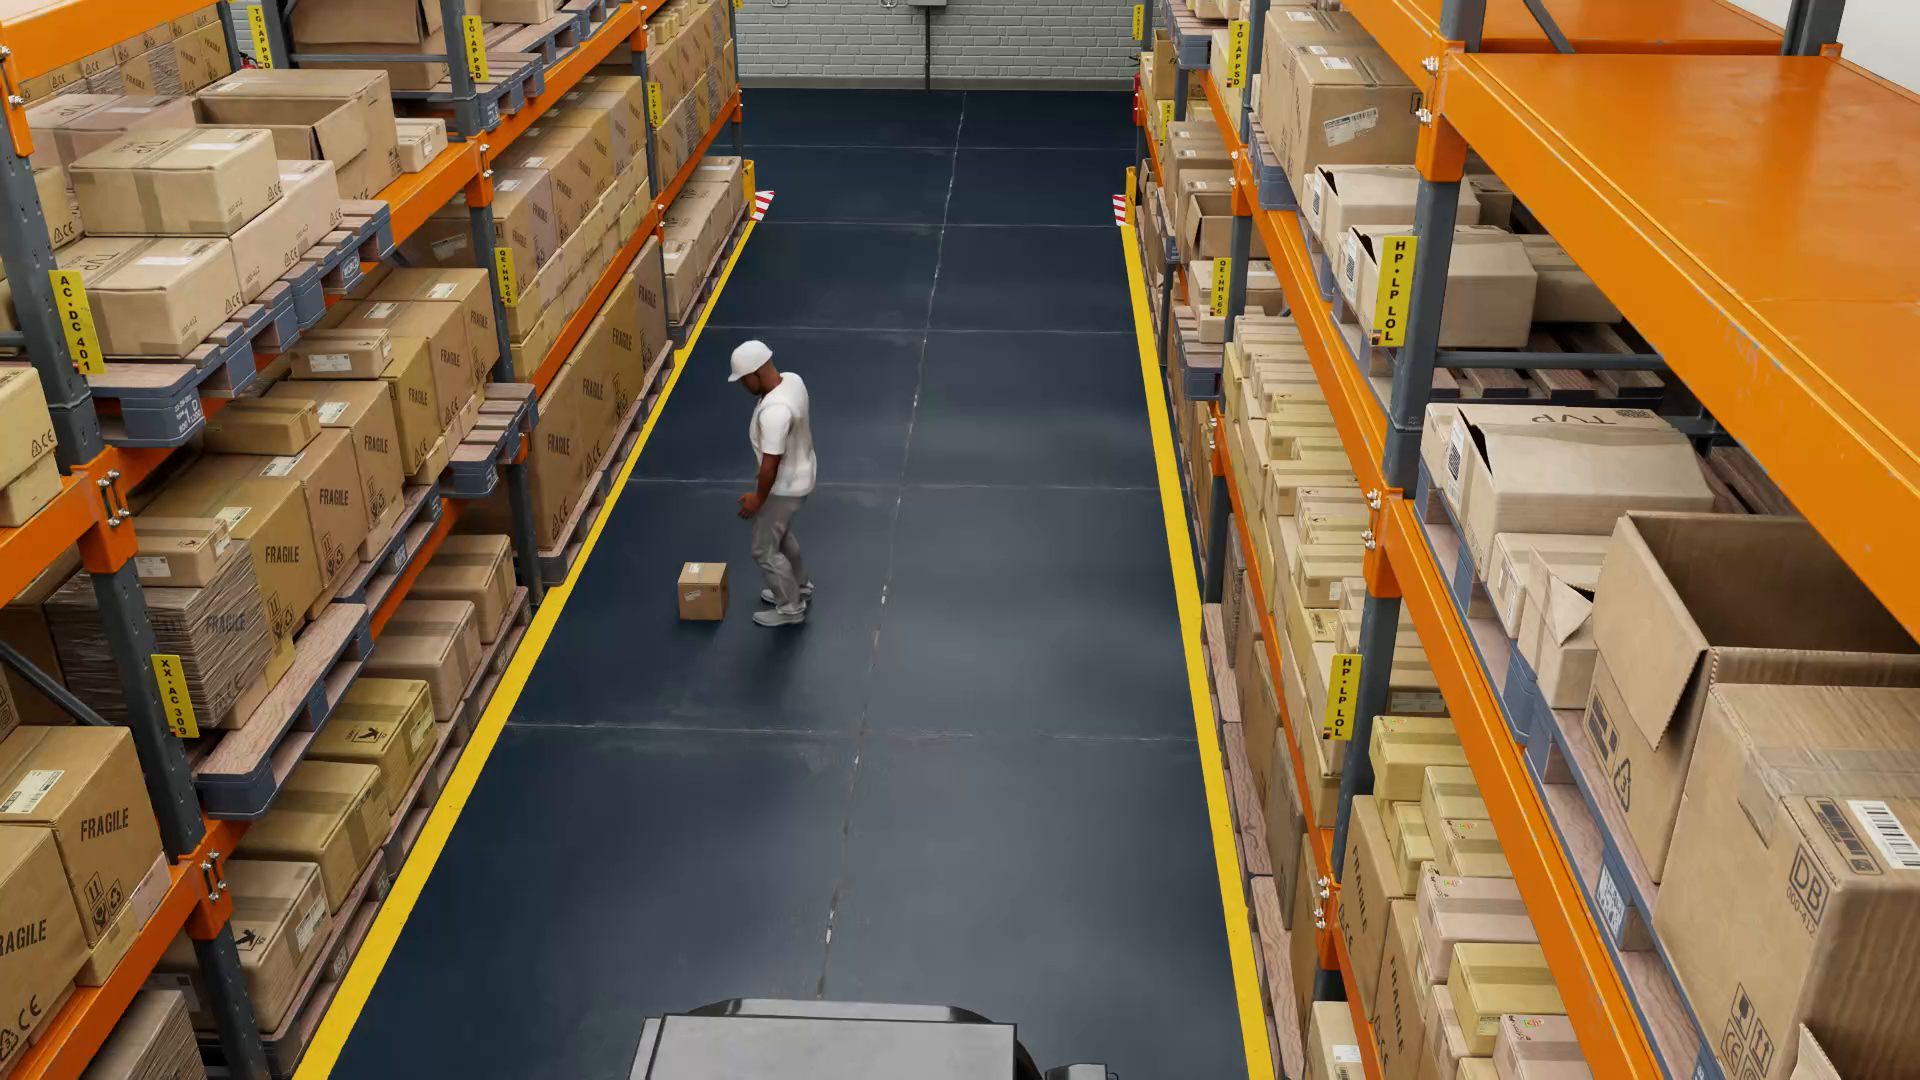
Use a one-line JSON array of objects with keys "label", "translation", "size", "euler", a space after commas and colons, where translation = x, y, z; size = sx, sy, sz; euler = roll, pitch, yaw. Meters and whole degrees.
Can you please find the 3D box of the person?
[{"label": "person", "translation": [-1.054, -0.324, 9.499], "size": [0.453, 1.718, 0.591], "euler": [2, 28, 3]}]
